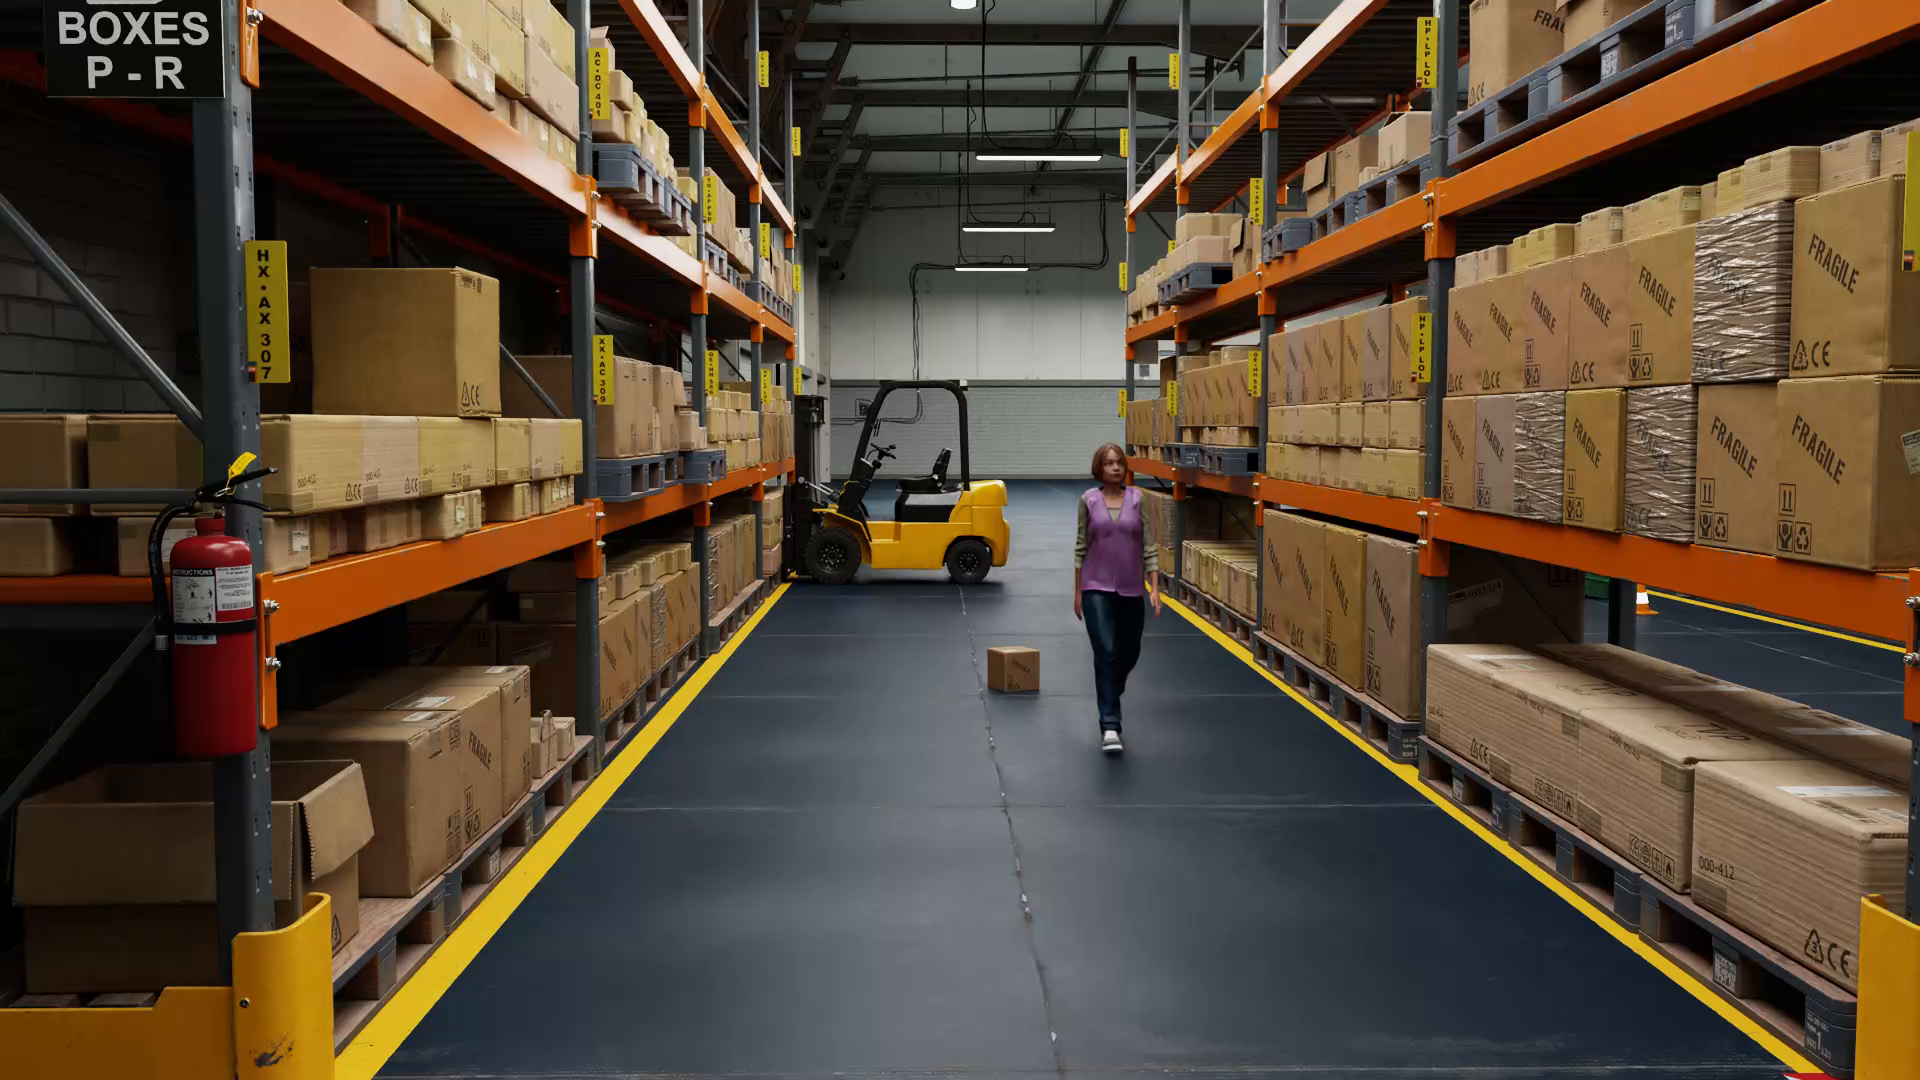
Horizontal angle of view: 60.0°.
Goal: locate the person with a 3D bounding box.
[{"bbox_3d":[0.818,0.269,8.718,0.430,1.556,0.867,0,4,-5],"label":"person"}]
